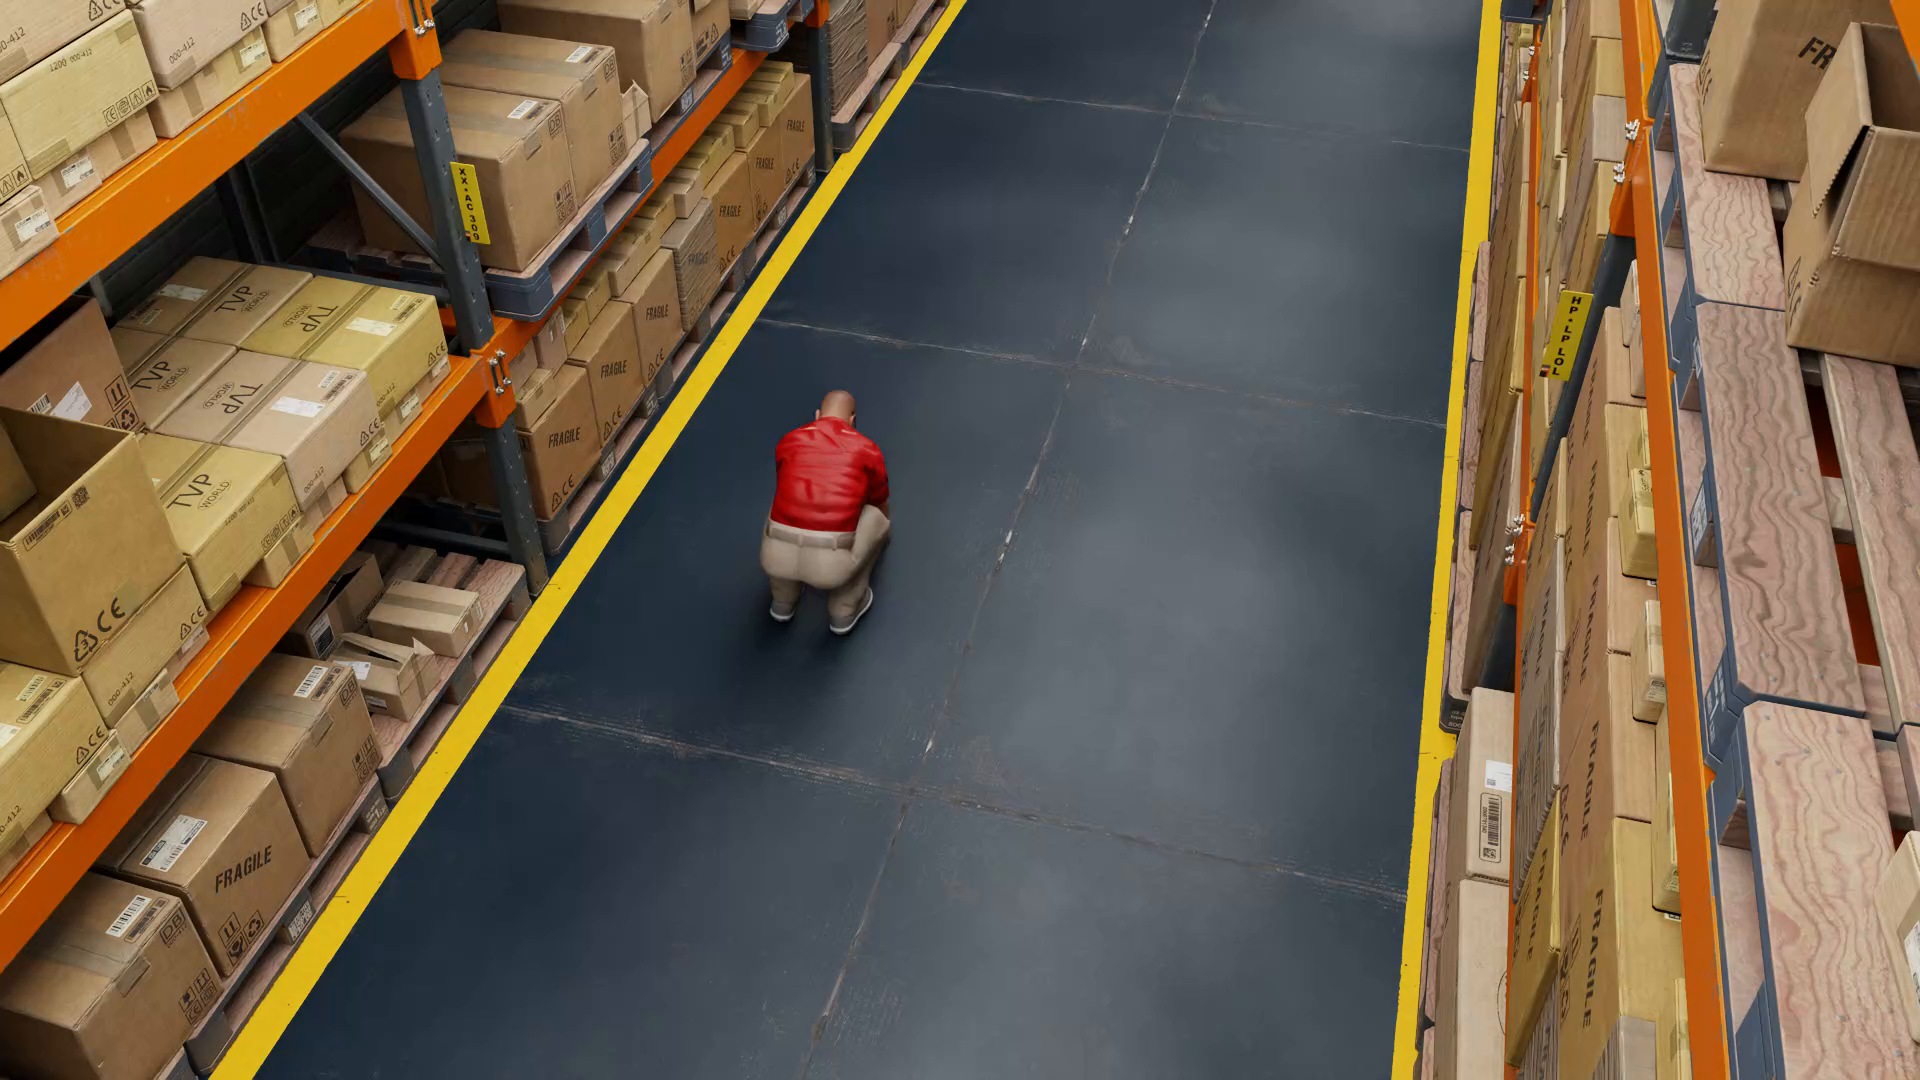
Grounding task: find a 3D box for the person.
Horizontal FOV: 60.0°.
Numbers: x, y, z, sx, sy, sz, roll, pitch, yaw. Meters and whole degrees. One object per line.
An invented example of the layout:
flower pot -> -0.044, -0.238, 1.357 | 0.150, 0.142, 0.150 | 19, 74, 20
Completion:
person -> -0.580, -0.084, 7.217 | 0.537, 0.824, 0.912 | 9, 42, 11
